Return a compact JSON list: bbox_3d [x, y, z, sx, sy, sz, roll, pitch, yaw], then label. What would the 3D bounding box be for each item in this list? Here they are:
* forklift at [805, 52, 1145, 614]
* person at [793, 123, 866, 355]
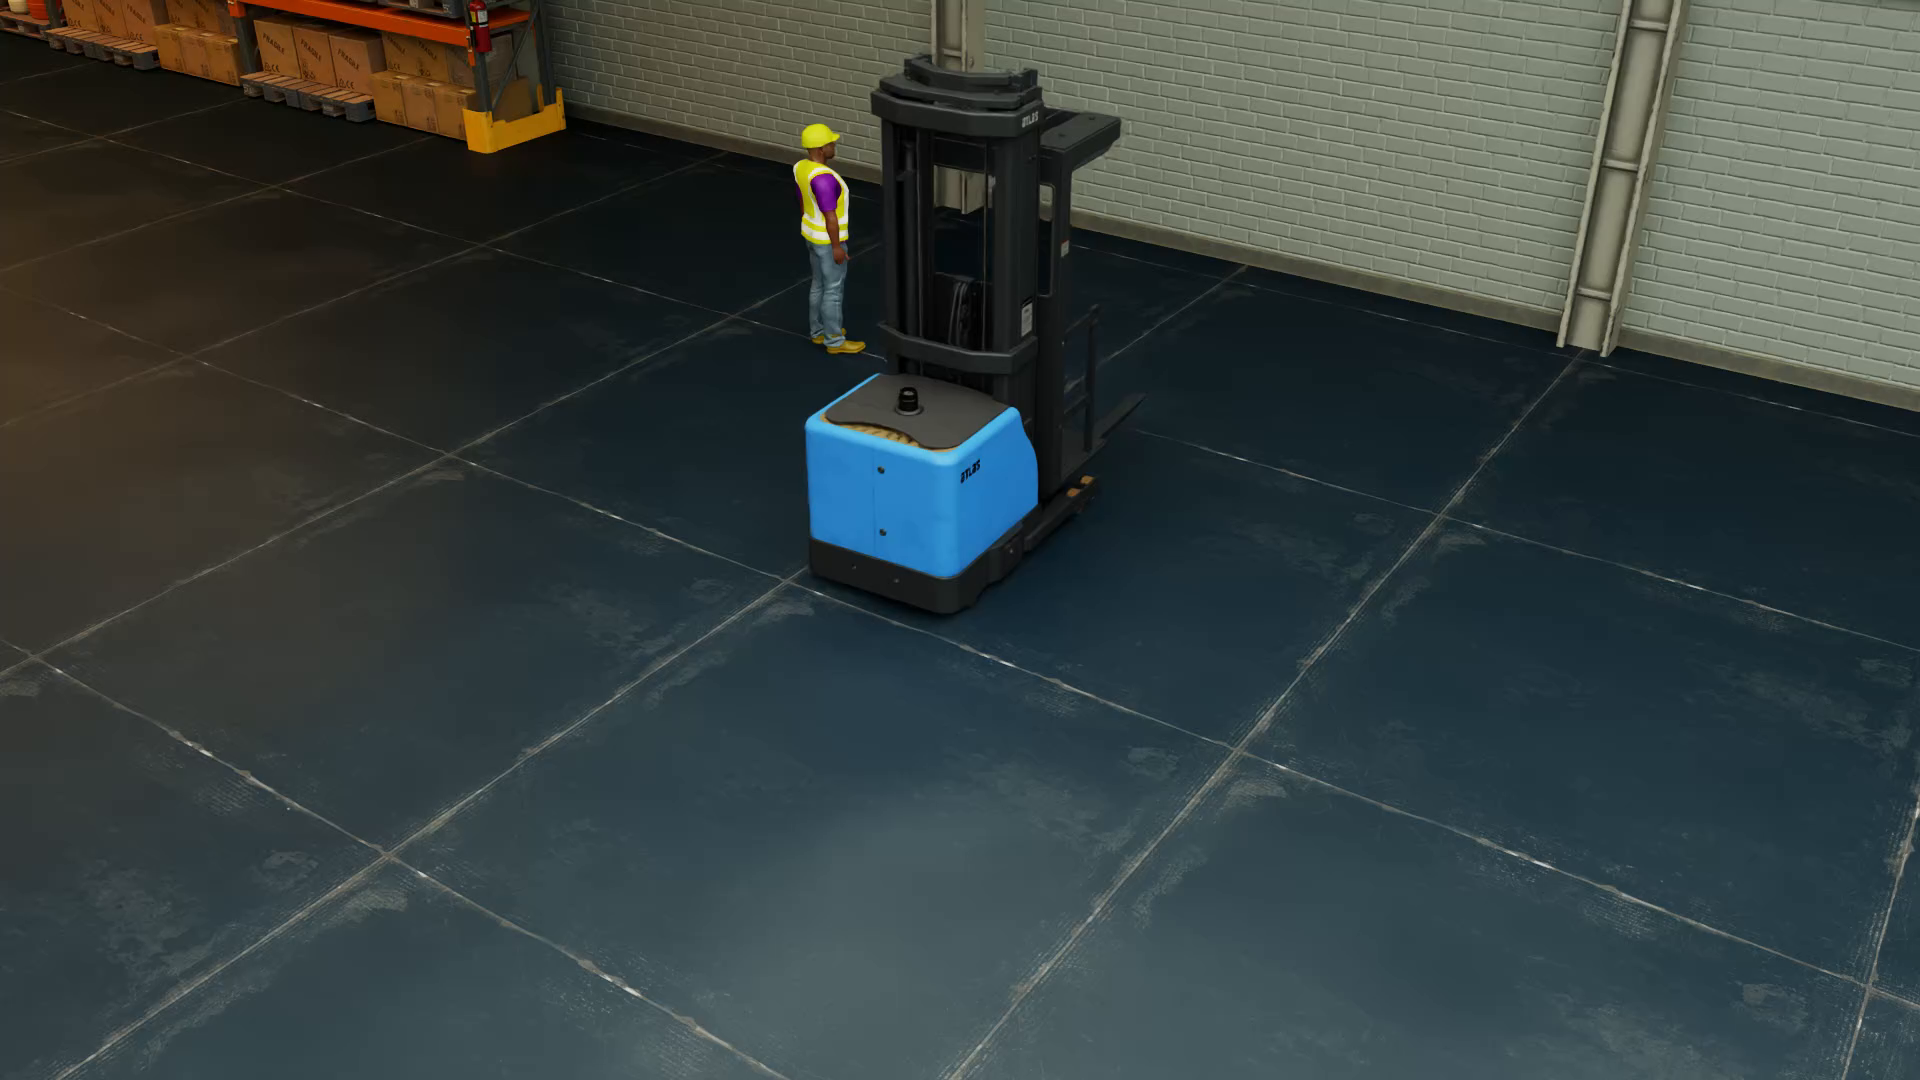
[{"bbox_3d":[0.268,-1.546,10.243,1.130,2.935,3.031,16,34,26],"label":"forklift"},{"bbox_3d":[-1.010,-2.308,12.718,0.394,1.770,0.555,-15,33,-24],"label":"person"}]
